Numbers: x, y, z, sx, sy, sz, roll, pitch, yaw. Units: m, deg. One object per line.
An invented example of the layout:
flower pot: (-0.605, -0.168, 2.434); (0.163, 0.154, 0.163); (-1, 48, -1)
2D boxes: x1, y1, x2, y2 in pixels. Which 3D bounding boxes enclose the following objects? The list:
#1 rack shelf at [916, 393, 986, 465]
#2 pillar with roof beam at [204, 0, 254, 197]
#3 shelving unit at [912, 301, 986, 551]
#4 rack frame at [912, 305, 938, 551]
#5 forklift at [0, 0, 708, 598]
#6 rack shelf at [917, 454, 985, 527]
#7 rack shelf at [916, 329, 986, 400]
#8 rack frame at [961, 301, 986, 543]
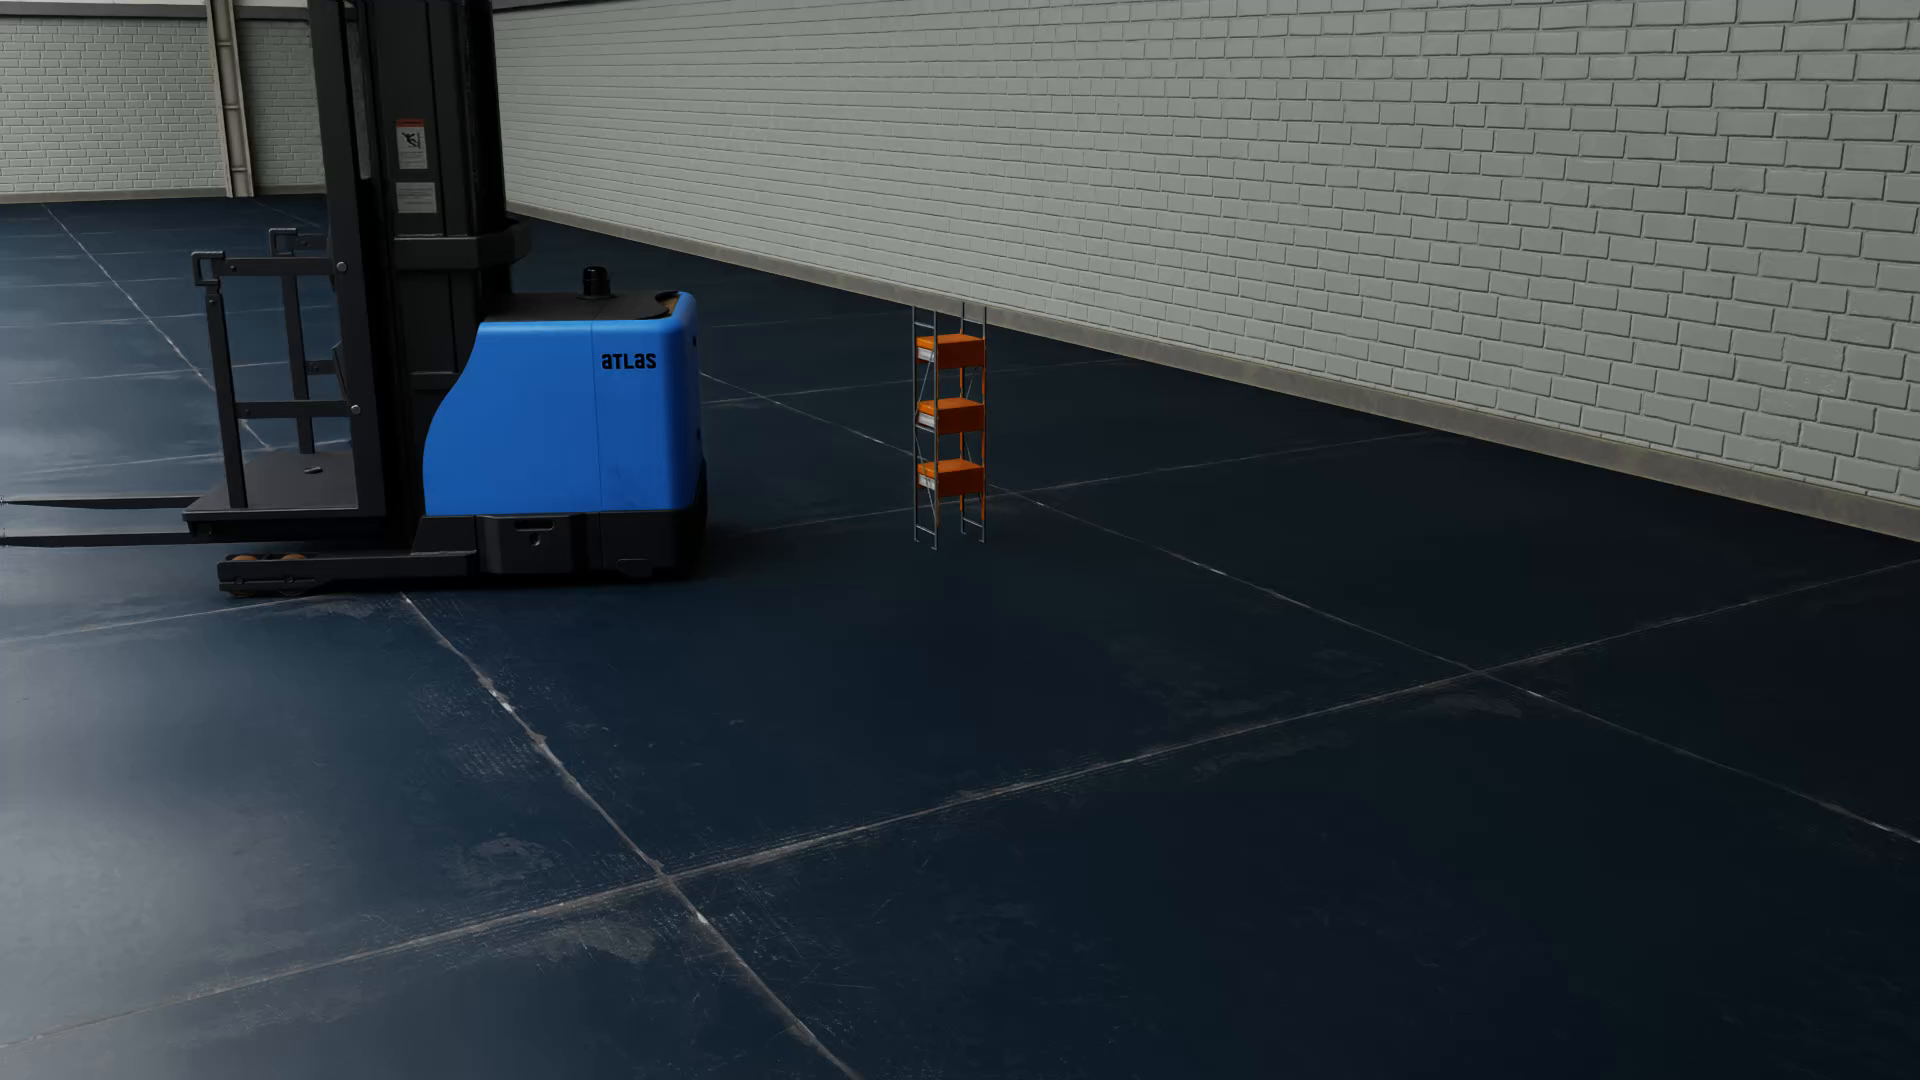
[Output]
rack shelf: (-0.046, -0.488, 7.275); (0.240, 0.259, 0.215); (-9, 18, -30)
pillar with roof beam: (-10.047, -9.197, 23.577); (0.400, 9.000, 9.100); (-9, 18, -30)
shelving unit: (-0.046, -0.498, 7.272); (0.252, 1.050, 0.215); (-9, 18, -30)
rack frame: (-0.150, -0.481, 7.212); (0.008, 1.050, 0.200); (-9, 18, -30)
forklift: (-2.631, -1.332, 6.762); (3.031, 2.935, 1.130); (-2, 16, -6)
rack shelf: (-0.046, -0.220, 7.350); (0.240, 0.259, 0.215); (-9, 18, -30)
rack shelf: (-0.046, -0.761, 7.199); (0.240, 0.259, 0.215); (-9, 18, -30)
rack frame: (0.059, -0.515, 7.333); (0.008, 1.050, 0.200); (-9, 18, -30)
